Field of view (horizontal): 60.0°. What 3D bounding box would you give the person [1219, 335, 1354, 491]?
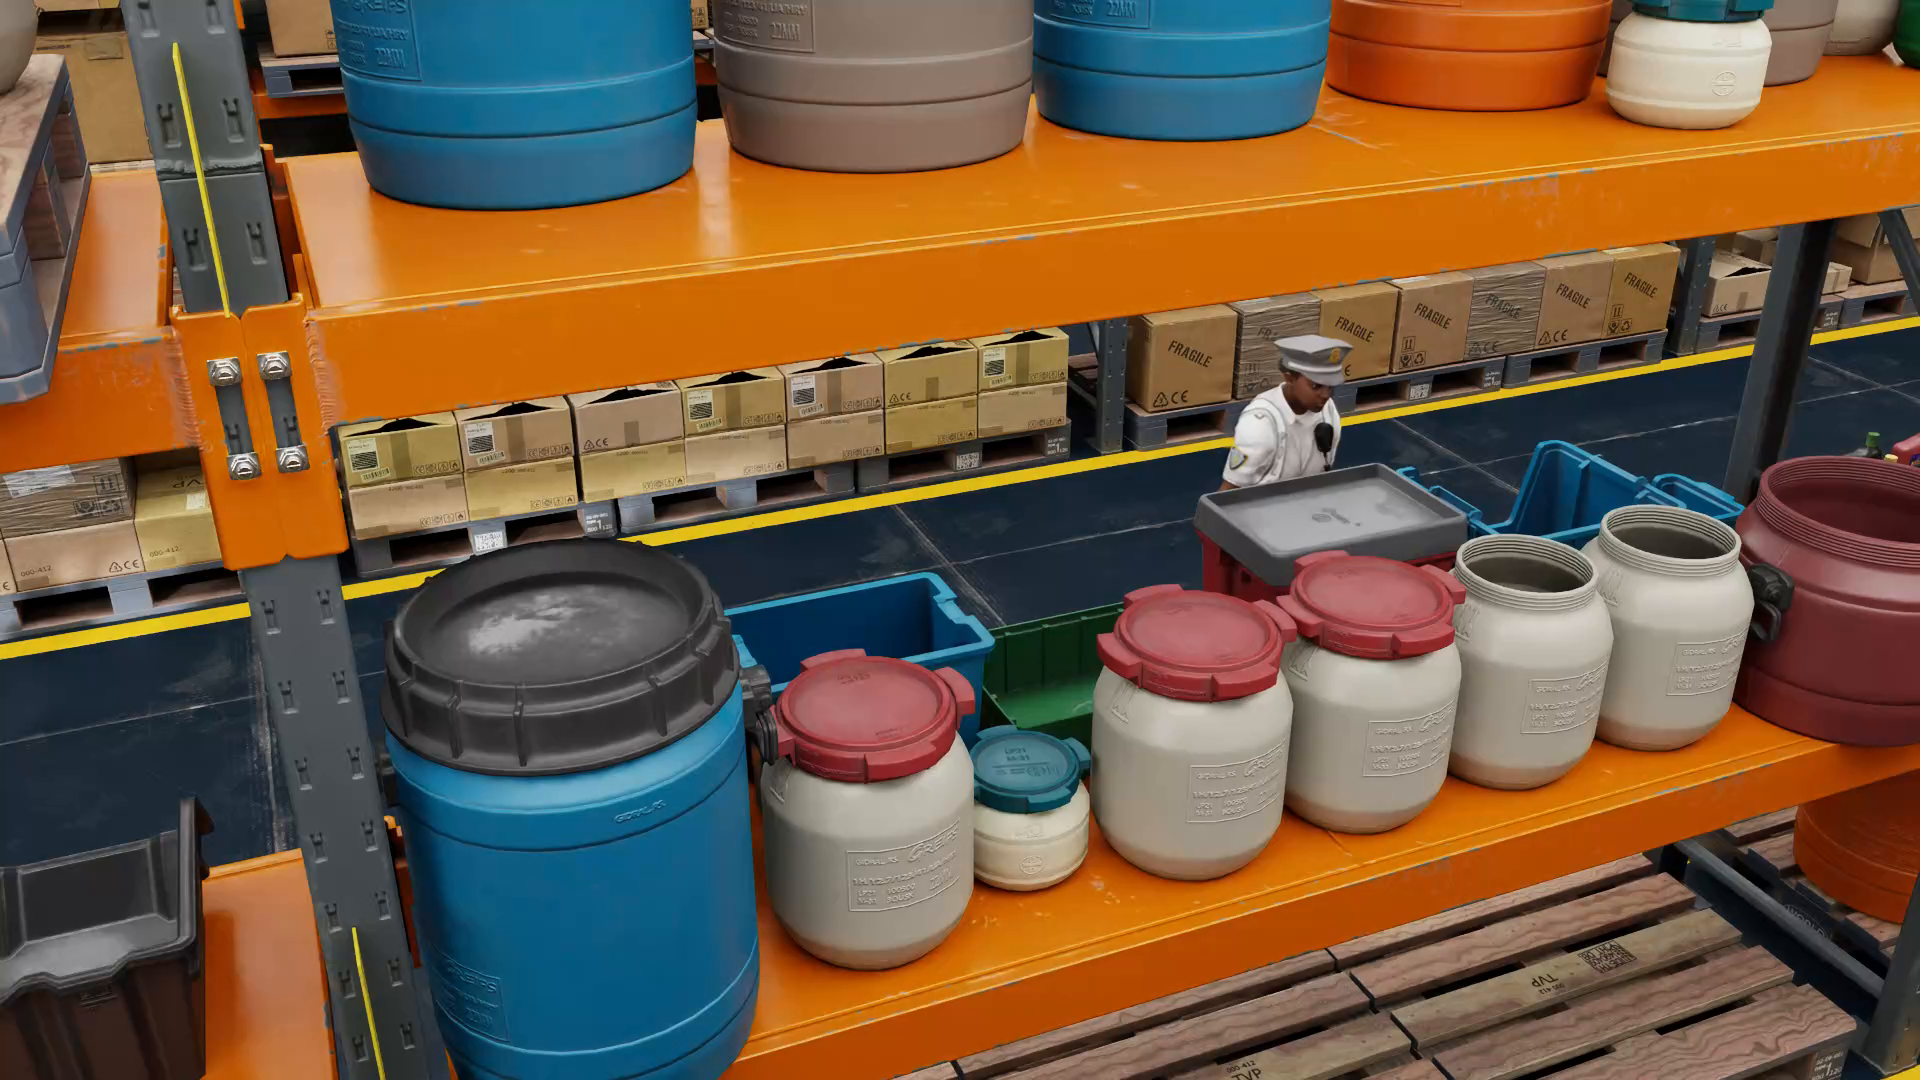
[{"bbox_3d":[1.145,0.042,6.028,0.522,1.657,0.427,-12,29,-23],"label":"person"}]
